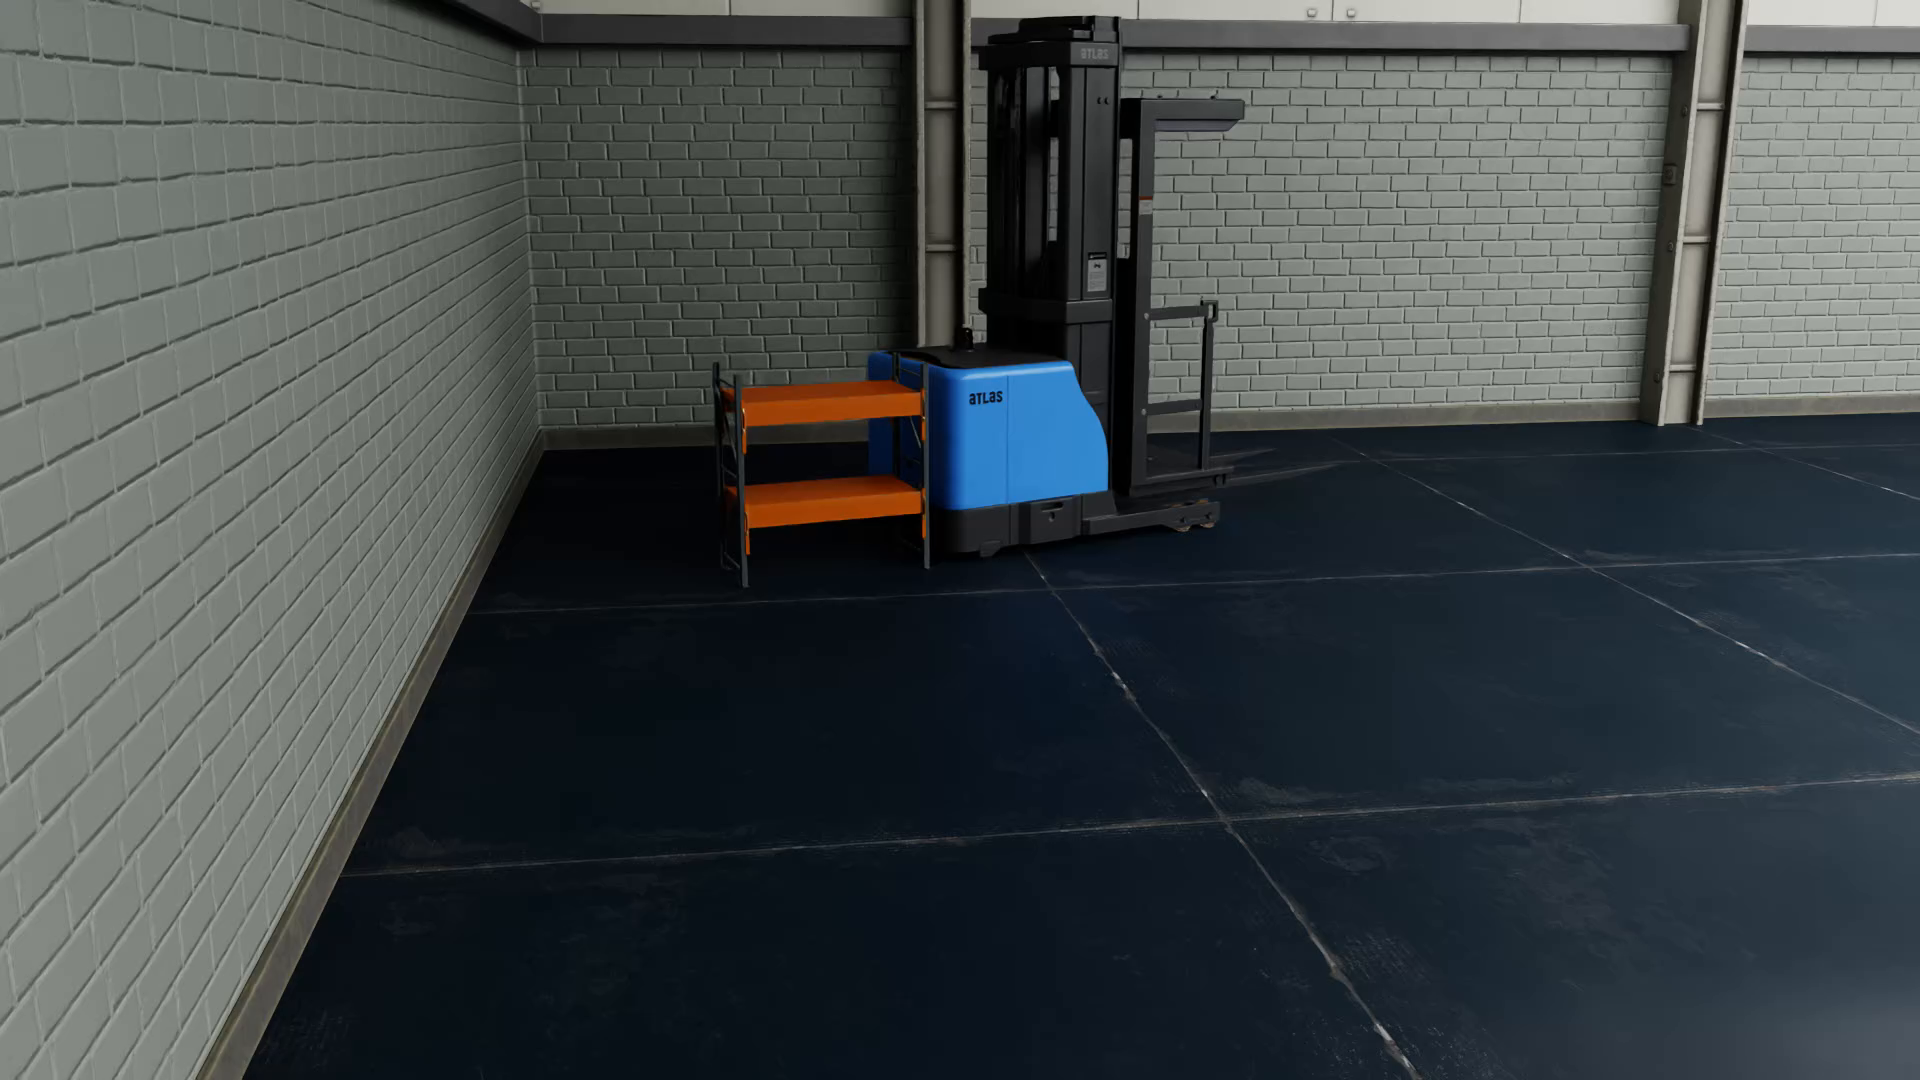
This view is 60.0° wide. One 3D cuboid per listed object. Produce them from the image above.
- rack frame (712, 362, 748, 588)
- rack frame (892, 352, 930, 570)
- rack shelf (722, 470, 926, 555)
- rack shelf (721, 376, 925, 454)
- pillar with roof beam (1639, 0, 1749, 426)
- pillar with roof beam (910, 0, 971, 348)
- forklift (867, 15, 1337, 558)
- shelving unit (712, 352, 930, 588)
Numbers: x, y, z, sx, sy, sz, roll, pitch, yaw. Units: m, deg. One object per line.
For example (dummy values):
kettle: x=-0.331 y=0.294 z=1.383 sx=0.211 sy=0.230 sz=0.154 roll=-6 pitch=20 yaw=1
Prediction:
rack frame: x=-1.218 y=-0.350 z=8.804 sx=0.032 sy=1.125 sz=0.500 roll=-6 pitch=15 yaw=-21
rack frame: x=-0.273 y=-0.441 z=9.169 sx=0.032 sy=1.125 sz=0.500 roll=-6 pitch=15 yaw=-21
rack shelf: x=-0.745 y=-0.158 z=9.046 sx=1.000 sy=0.278 sz=0.538 roll=-6 pitch=15 yaw=-21
rack shelf: x=-0.745 y=-0.679 z=8.915 sx=1.000 sy=0.278 sz=0.538 roll=-6 pitch=15 yaw=-21
pillar with roof beam: x=6.433 y=-4.294 z=8.345 sx=0.400 sy=9.000 sz=9.100 roll=-2 pitch=14 yaw=-8
pillar with roof beam: x=0.500 y=-4.077 z=7.478 sx=0.400 sy=9.000 sz=9.100 roll=-2 pitch=14 yaw=-8
forklift: x=0.973 y=-1.569 z=9.955 sx=3.031 sy=2.935 sz=1.130 roll=-8 pitch=16 yaw=-30
shelving unit: x=-0.745 y=-0.396 z=8.987 sx=1.048 sy=1.125 sz=0.538 roll=-6 pitch=15 yaw=-21
